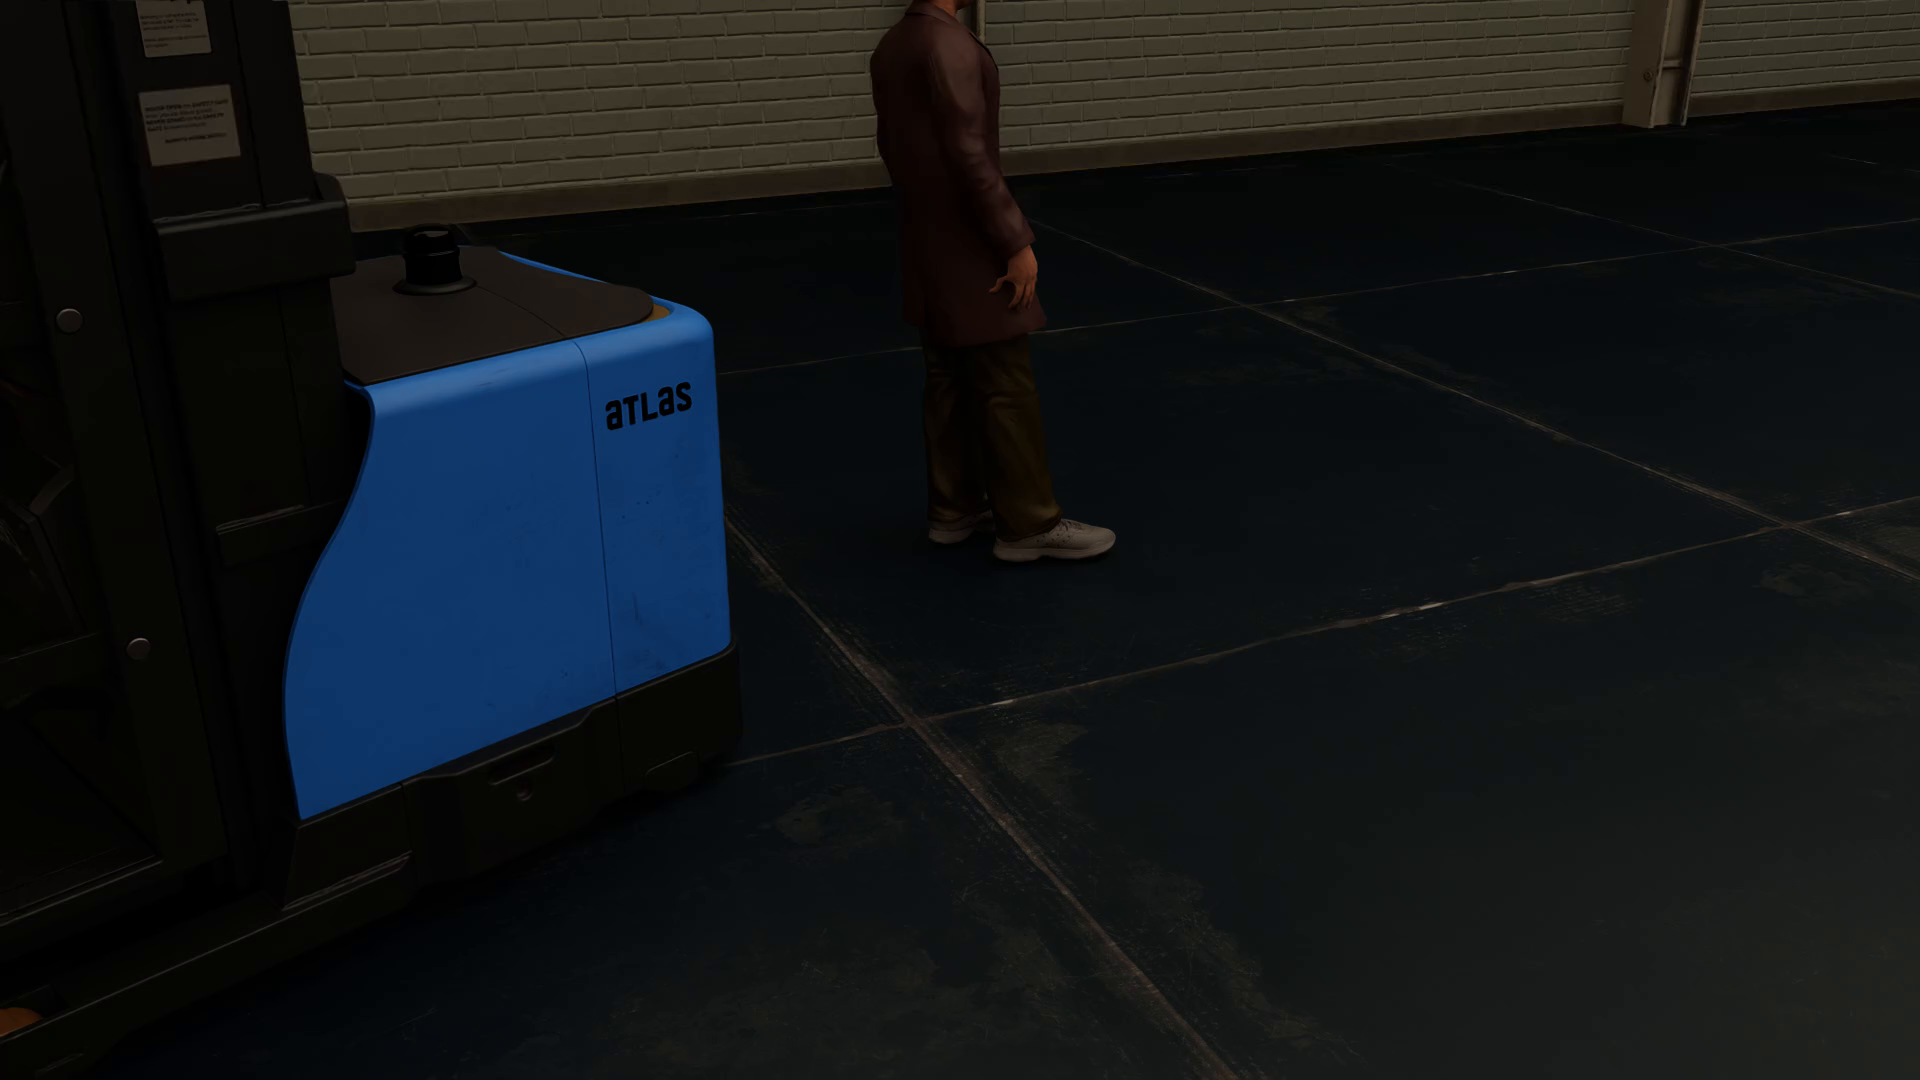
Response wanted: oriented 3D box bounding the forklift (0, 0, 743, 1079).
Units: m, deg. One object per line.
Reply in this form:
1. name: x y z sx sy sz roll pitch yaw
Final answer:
1. forklift: -1.893 -0.563 2.642 1.130 2.935 3.031 21 30 40

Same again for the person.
1. person: 0.085 -0.842 4.796 0.579 1.778 0.698 -10 25 -23
